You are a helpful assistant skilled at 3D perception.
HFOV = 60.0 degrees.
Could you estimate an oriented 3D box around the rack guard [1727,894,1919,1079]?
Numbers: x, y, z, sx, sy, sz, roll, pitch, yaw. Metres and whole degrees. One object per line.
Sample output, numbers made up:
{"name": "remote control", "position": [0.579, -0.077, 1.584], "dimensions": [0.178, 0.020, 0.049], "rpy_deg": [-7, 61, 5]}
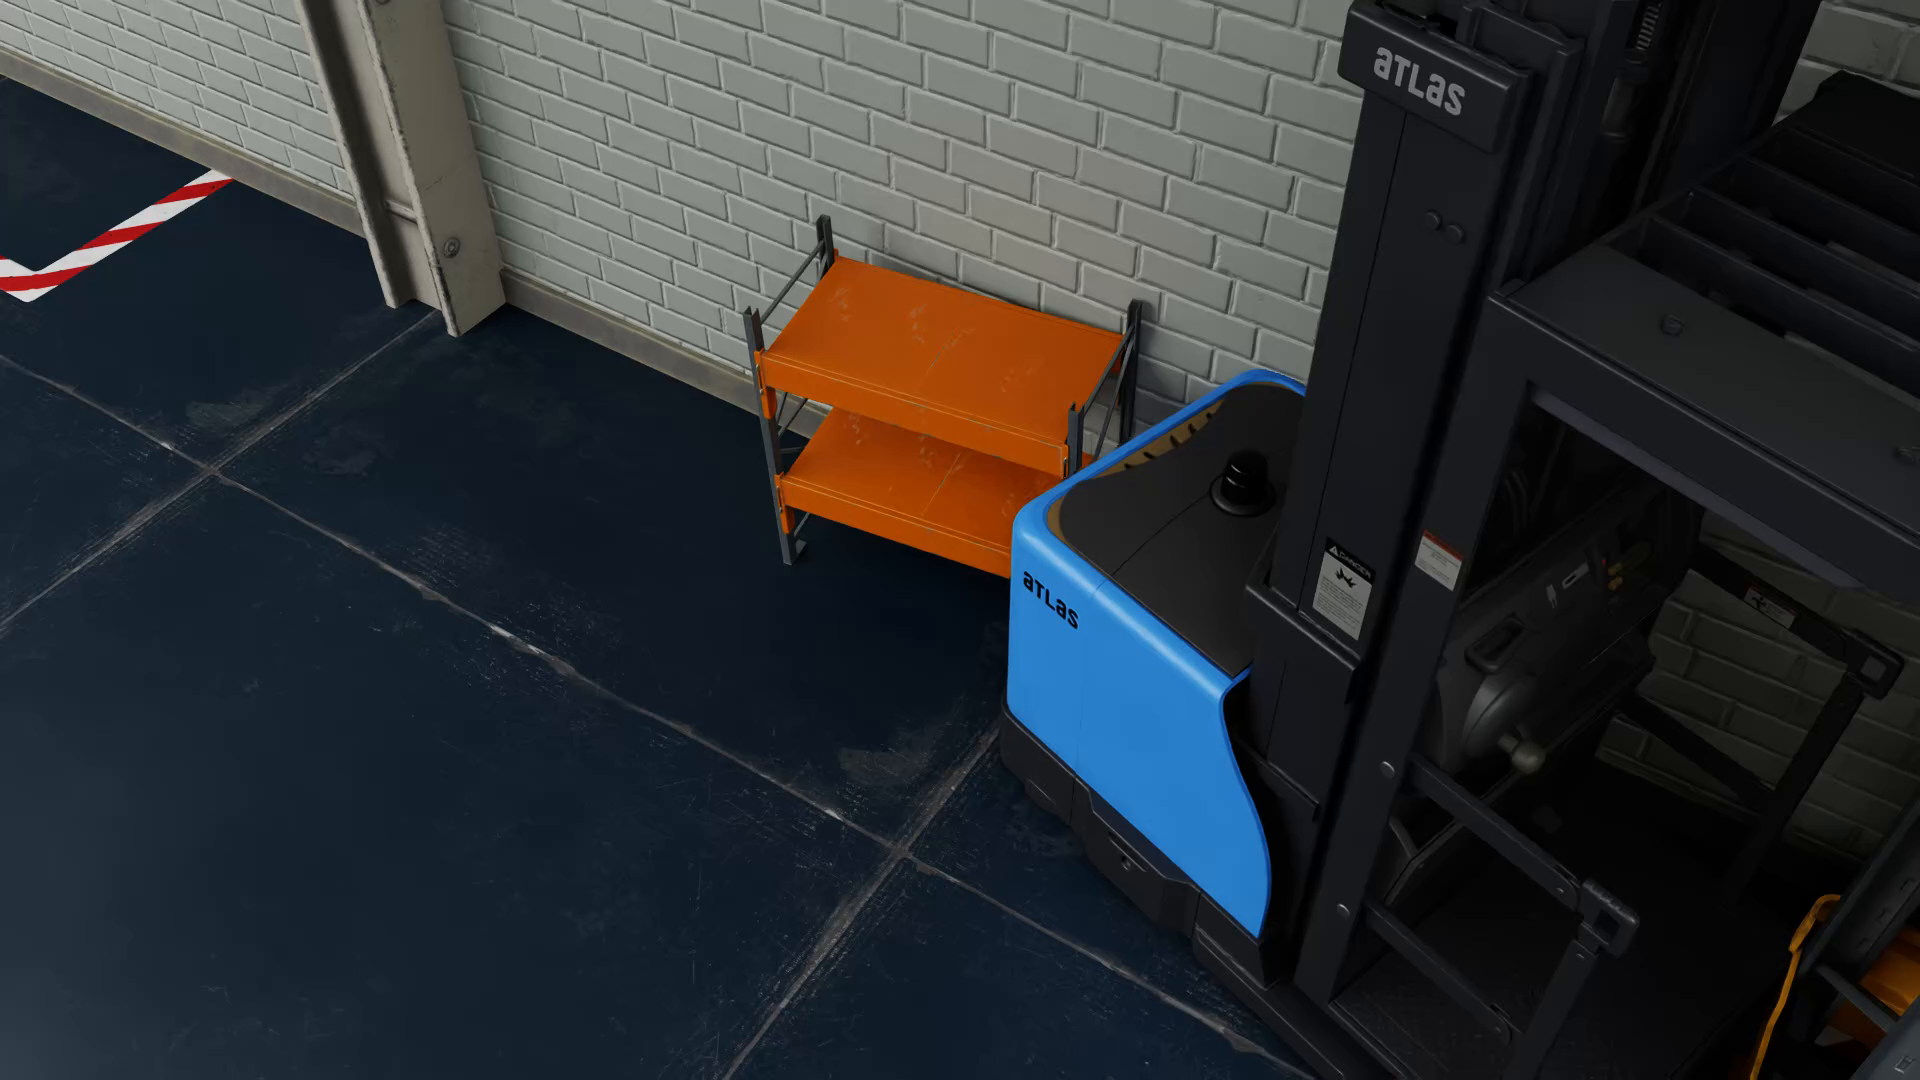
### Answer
{"name": "rack guard", "position": [2.005, 1.467, 3.976], "dimensions": [0.348, 0.500, 1.175], "rpy_deg": [25, 51, 22]}

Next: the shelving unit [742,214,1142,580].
{"name": "shelving unit", "position": [-0.036, -0.306, 5.240], "dimensions": [1.048, 1.125, 0.538], "rpy_deg": [18, 52, 17]}

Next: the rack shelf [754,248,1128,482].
{"name": "rack shelf", "position": [-0.044, -0.496, 5.018], "dimensions": [1.000, 0.278, 0.538], "rpy_deg": [18, 52, 17]}

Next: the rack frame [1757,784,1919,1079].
{"name": "rack frame", "position": [1.941, 0.566, 3.108], "dimensions": [0.127, 3.000, 1.000], "rpy_deg": [25, 51, 22]}

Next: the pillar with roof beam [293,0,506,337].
{"name": "pillar with roof beam", "position": [-4.378, -1.500, 0.933], "dimensions": [0.400, 9.000, 9.100], "rpy_deg": [25, 51, 22]}

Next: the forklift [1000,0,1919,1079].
{"name": "forklift", "position": [1.454, 0.242, 3.471], "dimensions": [1.130, 2.935, 3.031], "rpy_deg": [-31, 53, -27]}

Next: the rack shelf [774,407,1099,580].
{"name": "rack shelf", "position": [-0.030, -0.146, 5.426], "dimensions": [1.000, 0.278, 0.538], "rpy_deg": [18, 52, 17]}

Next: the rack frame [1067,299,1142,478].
{"name": "rack frame", "position": [0.426, -0.154, 5.094], "dimensions": [0.032, 1.125, 0.500], "rpy_deg": [18, 52, 17]}

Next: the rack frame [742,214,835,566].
{"name": "rack frame", "position": [-0.499, -0.457, 5.386], "dimensions": [0.032, 1.125, 0.500], "rpy_deg": [18, 52, 17]}
